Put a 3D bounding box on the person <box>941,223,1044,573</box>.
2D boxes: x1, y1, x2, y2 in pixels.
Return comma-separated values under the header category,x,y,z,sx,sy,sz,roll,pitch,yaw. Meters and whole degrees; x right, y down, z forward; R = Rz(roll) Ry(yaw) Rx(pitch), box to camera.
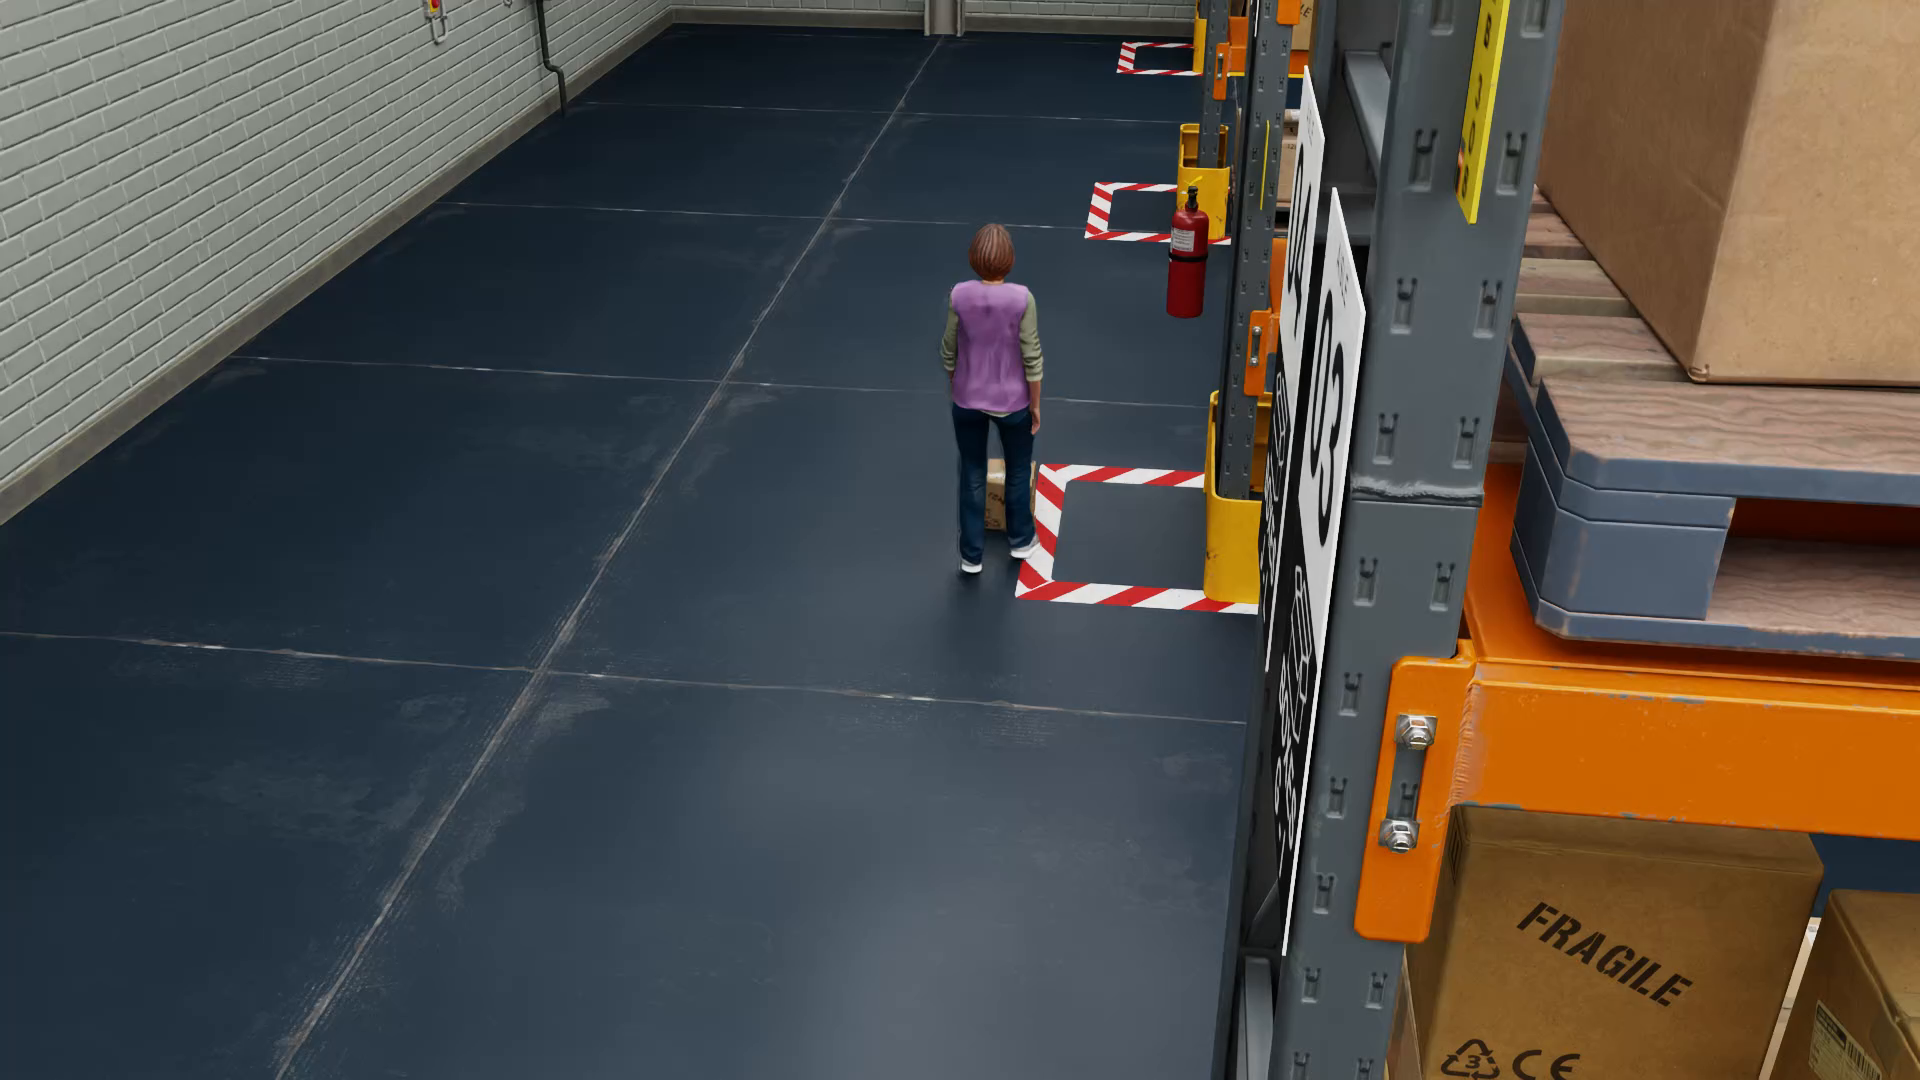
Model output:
category,x,y,z,sx,sy,sz,roll,pitch,yaw
person,0.150,-0.620,7.242,0.455,1.609,0.461,5,29,9
